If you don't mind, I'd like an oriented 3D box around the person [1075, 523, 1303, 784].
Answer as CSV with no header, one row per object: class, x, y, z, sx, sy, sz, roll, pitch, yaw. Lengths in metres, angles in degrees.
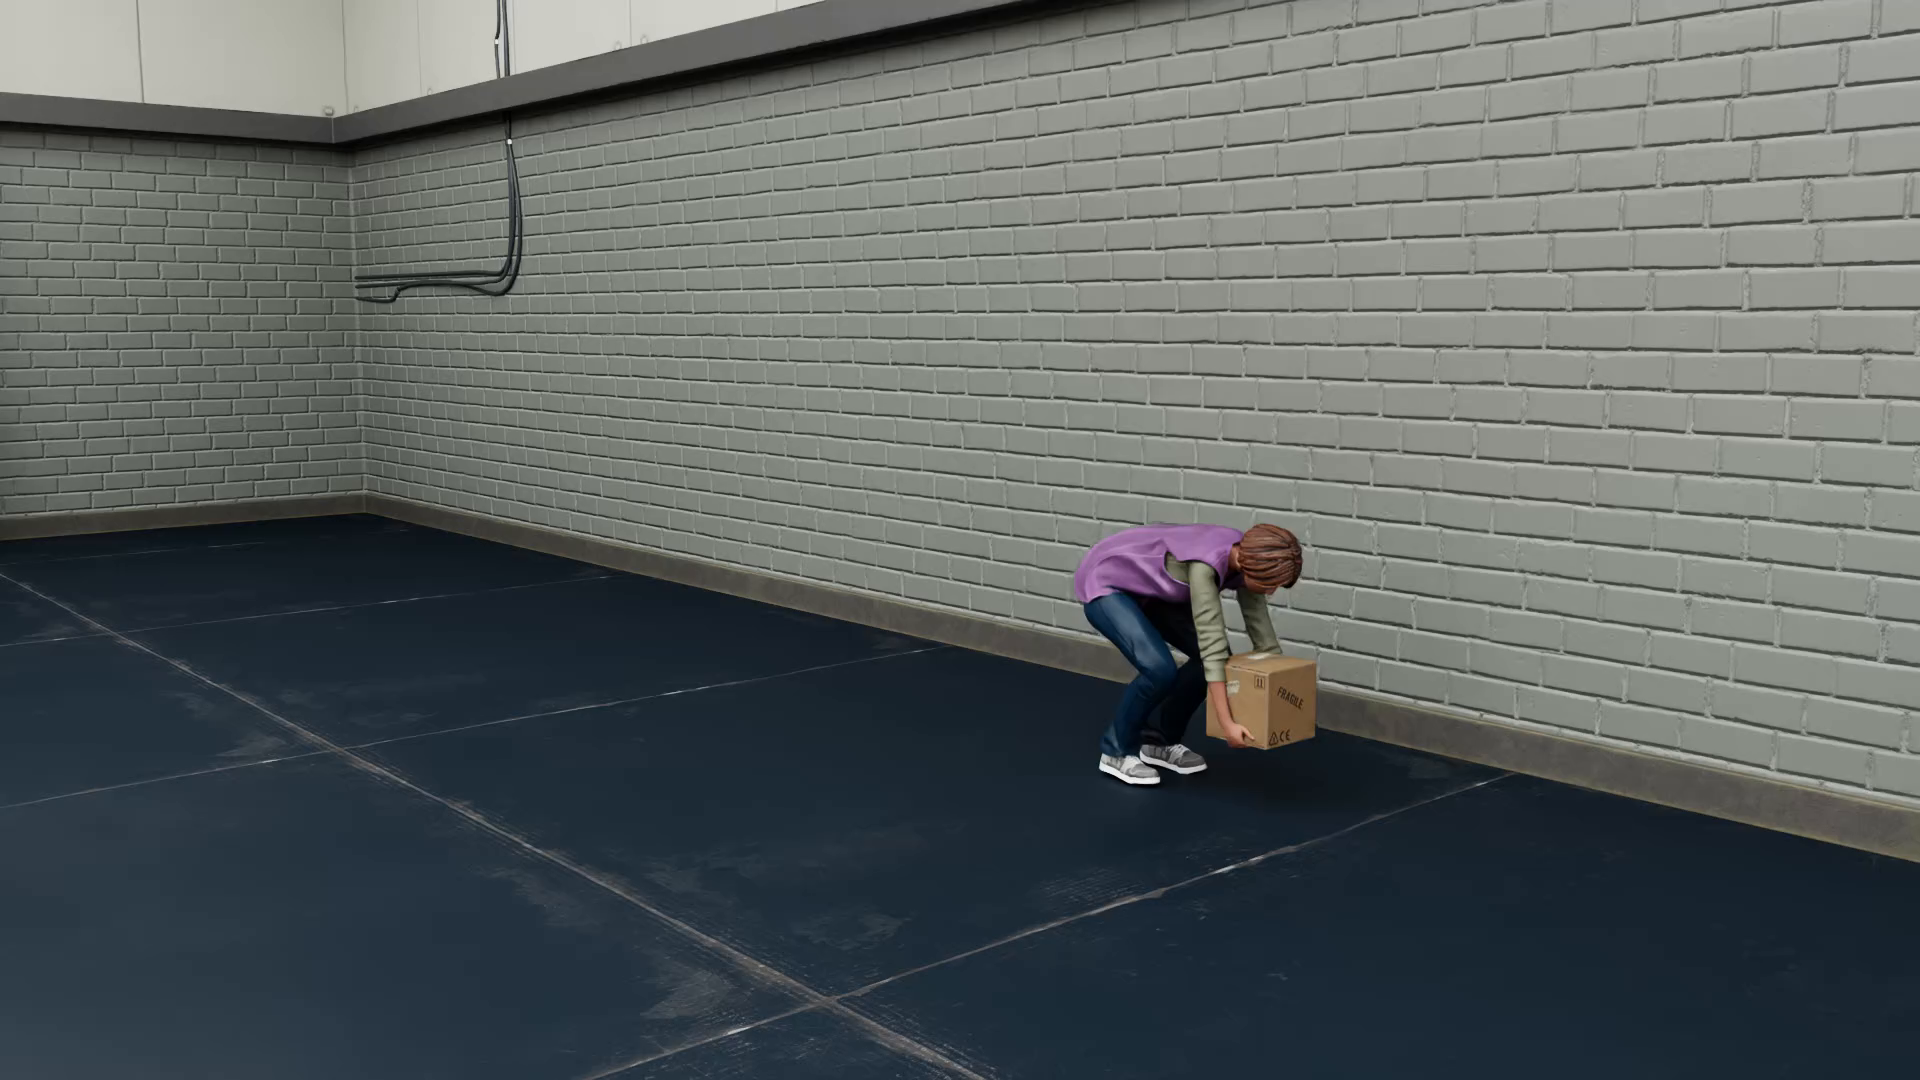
person,0.766,0.374,5.602,0.431,0.918,0.861,-7,11,-43
